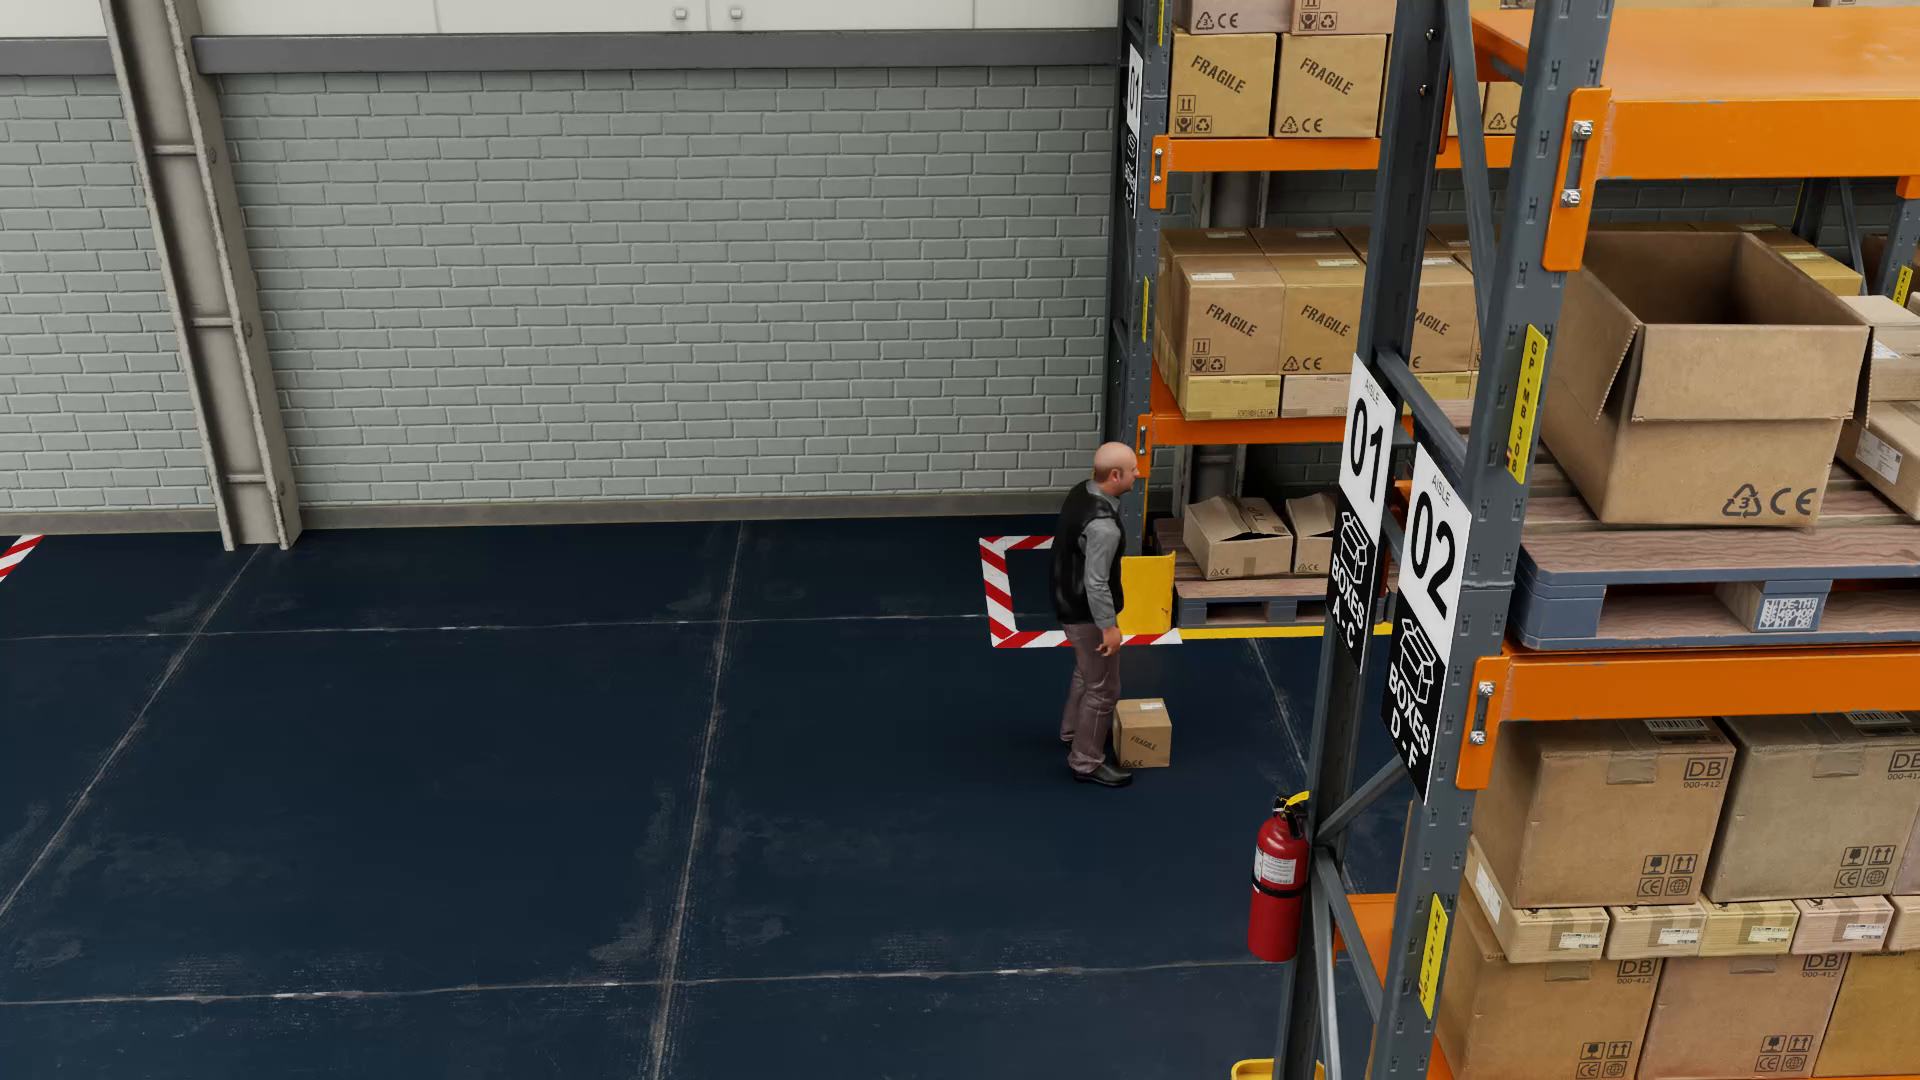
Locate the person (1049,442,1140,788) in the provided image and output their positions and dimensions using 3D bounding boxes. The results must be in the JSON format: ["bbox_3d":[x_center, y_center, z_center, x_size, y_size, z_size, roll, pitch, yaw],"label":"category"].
[{"bbox_3d":[0.634,0.331,8.005,0.416,1.721,0.580,-1,27,-2],"label":"person"}]
